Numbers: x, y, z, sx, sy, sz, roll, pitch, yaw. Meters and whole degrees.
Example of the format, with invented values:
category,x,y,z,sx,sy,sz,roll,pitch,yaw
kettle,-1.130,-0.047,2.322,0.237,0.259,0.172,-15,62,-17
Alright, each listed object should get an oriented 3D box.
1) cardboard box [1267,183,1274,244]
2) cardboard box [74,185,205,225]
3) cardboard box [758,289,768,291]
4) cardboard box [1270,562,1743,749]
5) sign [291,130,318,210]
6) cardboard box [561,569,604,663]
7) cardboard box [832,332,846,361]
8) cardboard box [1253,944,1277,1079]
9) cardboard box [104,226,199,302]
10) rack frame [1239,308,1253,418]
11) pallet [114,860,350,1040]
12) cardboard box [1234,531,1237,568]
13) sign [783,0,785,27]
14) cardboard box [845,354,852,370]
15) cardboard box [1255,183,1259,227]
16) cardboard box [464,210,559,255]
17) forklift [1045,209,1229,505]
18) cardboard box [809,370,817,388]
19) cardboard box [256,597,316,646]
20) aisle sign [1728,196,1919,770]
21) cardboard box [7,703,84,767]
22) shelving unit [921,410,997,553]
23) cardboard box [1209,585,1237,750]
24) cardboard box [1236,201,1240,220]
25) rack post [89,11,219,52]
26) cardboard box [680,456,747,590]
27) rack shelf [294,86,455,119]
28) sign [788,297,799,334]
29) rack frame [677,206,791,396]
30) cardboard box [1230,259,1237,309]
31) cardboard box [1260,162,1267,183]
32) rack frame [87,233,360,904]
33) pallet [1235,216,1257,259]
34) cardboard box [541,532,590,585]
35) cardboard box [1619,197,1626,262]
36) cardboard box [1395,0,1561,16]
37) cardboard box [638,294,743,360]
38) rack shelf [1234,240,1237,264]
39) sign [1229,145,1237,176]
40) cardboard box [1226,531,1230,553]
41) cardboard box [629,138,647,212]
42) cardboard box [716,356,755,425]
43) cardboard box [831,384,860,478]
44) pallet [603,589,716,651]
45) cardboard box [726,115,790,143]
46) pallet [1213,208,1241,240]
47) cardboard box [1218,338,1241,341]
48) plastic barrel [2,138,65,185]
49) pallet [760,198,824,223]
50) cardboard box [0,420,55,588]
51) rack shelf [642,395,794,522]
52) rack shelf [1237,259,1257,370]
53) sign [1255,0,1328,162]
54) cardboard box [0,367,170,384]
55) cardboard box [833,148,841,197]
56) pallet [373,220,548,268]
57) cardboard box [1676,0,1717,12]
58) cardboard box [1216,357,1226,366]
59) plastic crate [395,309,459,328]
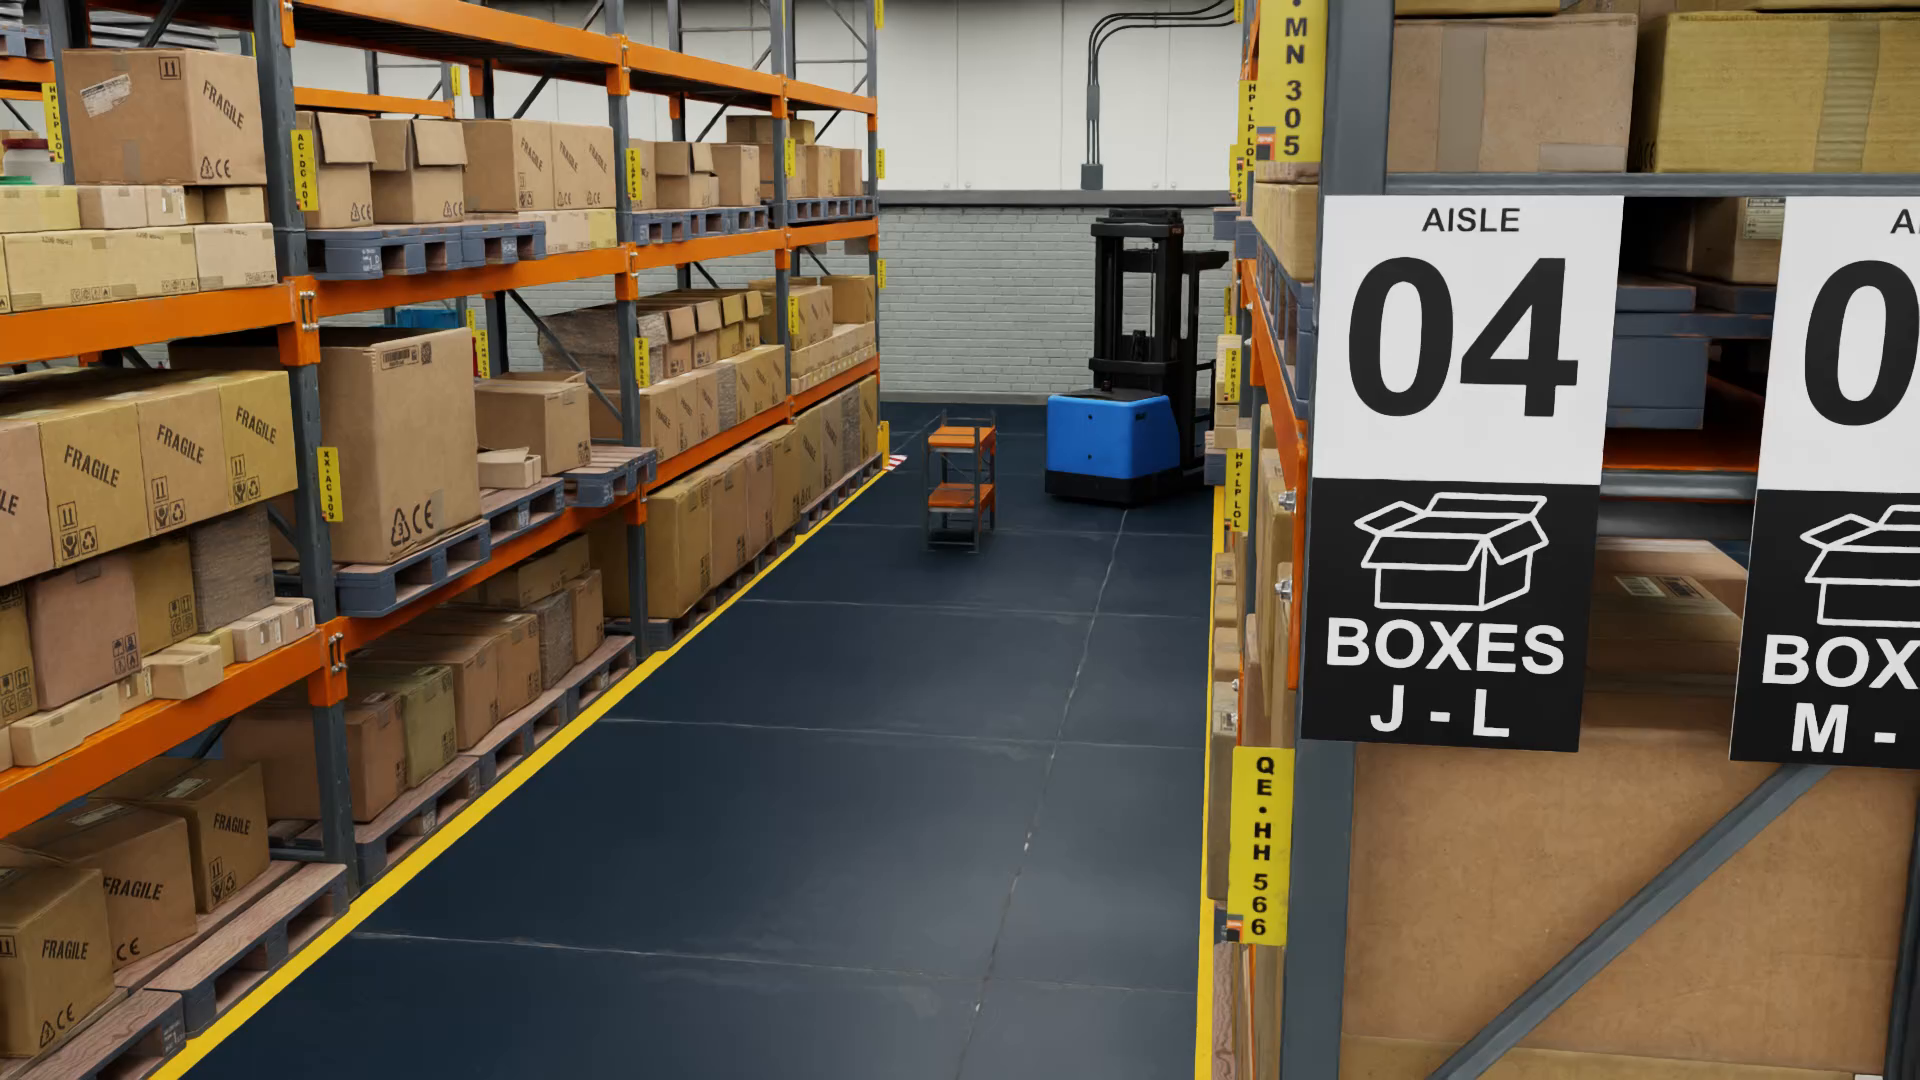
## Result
category,x,y,z,sx,sy,sz,roll,pitch,yaw
cardboard box,0.918,-0.761,3.902,0.380,0.149,0.250,2,12,9
cardboard box,-3.160,-1.291,6.410,0.380,0.149,0.250,2,12,9
cardboard box,-2.146,-2.145,15.954,0.500,0.500,0.500,2,12,9
cardboard box,1.095,0.387,3.415,0.875,0.550,0.550,2,12,9
sign,-2.727,-1.536,6.909,0.100,0.325,0.005,2,12,9
cardboard box,-2.733,0.482,10.784,0.700,0.500,0.500,1,12,6
cardboard box,-1.464,-1.973,16.936,0.500,0.250,0.500,2,12,9
cardboard box,1.081,0.914,3.531,0.875,0.550,0.550,2,12,9
cardboard box,-3.167,-1.014,6.071,0.500,0.250,0.500,2,12,10
rack frame,2.236,-0.484,10.374,1.000,3.000,0.127,2,12,9
pallet,-3.333,1.671,6.994,1.003,0.211,1.213,2,12,9
cardboard box,1.668,-0.133,8.511,0.500,0.500,0.500,2,12,8
sign,-1.966,-5.817,18.287,0.100,0.325,0.005,2,12,9
cardboard box,-1.343,-1.856,17.341,0.380,0.149,0.250,2,12,9
cardboard box,1.151,-1.078,5.374,0.380,0.149,0.250,2,12,9
cardboard box,-2.623,-1.743,9.455,0.500,0.250,0.500,2,12,10
forklift,2.157,-2.048,17.796,1.130,2.935,3.031,9,15,36
cardboard box,-1.580,-1.536,15.852,0.380,0.149,0.250,2,12,11
cardboard box,-3.007,0.344,7.128,0.380,0.149,0.250,2,12,9
aisle sign,1.291,-0.065,2.259,0.394,0.787,0.004,2,12,9
cardboard box,-3.252,0.656,5.682,0.380,0.149,0.250,2,12,9
shelving unit,0.001,-0.551,15.138,0.538,1.125,1.048,2,12,9
cardboard box,1.922,0.717,9.147,1.050,0.750,0.750,2,12,10
cardboard box,2.660,-2.820,14.452,0.500,0.250,0.500,2,12,10
rack post,-7.089,-4.380,14.393,0.937,0.300,0.954,2,12,8
cardboard box,-2.378,-0.160,12.920,1.225,0.875,0.875,2,12,9
rack shelf,-6.621,-4.460,17.244,1.077,0.370,4.000,2,12,9
sign,-1.496,-2.010,14.895,0.100,0.325,0.005,2,12,9
rack frame,-2.034,-1.498,15.081,1.000,3.000,0.127,2,12,9
cardboard box,2.962,-2.534,16.573,0.500,0.500,0.500,2,12,7
cardboard box,1.116,-1.141,4.719,0.500,0.250,0.500,2,12,8
rack frame,-3.265,0.167,7.354,1.000,3.000,0.127,2,12,9
pallet,2.189,-1.722,9.448,1.213,0.211,1.003,2,12,11
cardboard box,-2.723,0.115,10.704,0.500,0.250,0.500,2,12,11
cardboard box,1.491,-0.635,3.318,0.380,0.149,0.250,2,12,9
cardboard box,0.722,-0.887,2.595,0.380,0.149,0.250,2,12,9
cardboard box,-2.241,-1.762,13.686,0.797,0.503,0.637,2,12,9
rack shelf,3.159,-2.847,15.929,1.077,0.370,4.000,2,12,9
sign,2.930,-4.060,17.775,0.100,0.325,0.005,2,12,9
cardboard box,2.228,0.169,12.282,0.500,0.500,0.500,1,12,6
cardboard box,-2.627,-2.517,11.446,0.797,0.503,0.637,3,12,12
cardboard box,-1.993,-1.229,13.595,0.500,0.500,0.500,2,12,8
cardboard box,-1.578,-1.172,17.615,0.875,0.875,0.875,2,12,9
pallet,-2.454,0.536,12.261,1.003,0.211,1.213,2,12,9
cardboard box,-1.883,-3.830,15.528,0.500,0.250,0.500,1,12,5
pallet,2.495,-2.350,12.359,1.213,0.211,1.003,2,12,9
cardboard box,2.299,-1.564,13.576,0.380,0.149,0.250,2,12,10
plastic barrel,-7.420,-2.938,13.323,0.433,0.535,0.433,0,12,0
pallet,-1.898,-3.091,15.563,1.003,0.211,1.213,2,12,9
cardboard box,-3.296,-0.101,5.282,0.500,0.500,0.500,2,12,9
rack shelf,-2.342,-0.730,13.225,1.077,0.370,4.000,2,12,9
rack shelf,1.928,-1.182,8.202,1.077,0.370,4.000,2,12,9
sign,0.472,-0.699,2.341,0.100,0.325,0.005,2,12,9
cardboard box,-3.585,-0.430,6.810,0.500,0.500,0.500,2,12,9
cardboard box,-1.652,-3.877,17.528,0.700,0.500,0.500,1,12,7
pallet,-2.908,-1.548,8.640,1.213,0.211,1.003,2,12,9
cardboard box,1.411,-0.917,2.735,0.380,0.149,0.250,2,12,9
cardboard box,2.060,-1.243,12.085,0.380,0.149,0.250,2,12,11
plastic crate,-6.180,-2.462,19.328,0.616,0.435,0.499,2,12,9
